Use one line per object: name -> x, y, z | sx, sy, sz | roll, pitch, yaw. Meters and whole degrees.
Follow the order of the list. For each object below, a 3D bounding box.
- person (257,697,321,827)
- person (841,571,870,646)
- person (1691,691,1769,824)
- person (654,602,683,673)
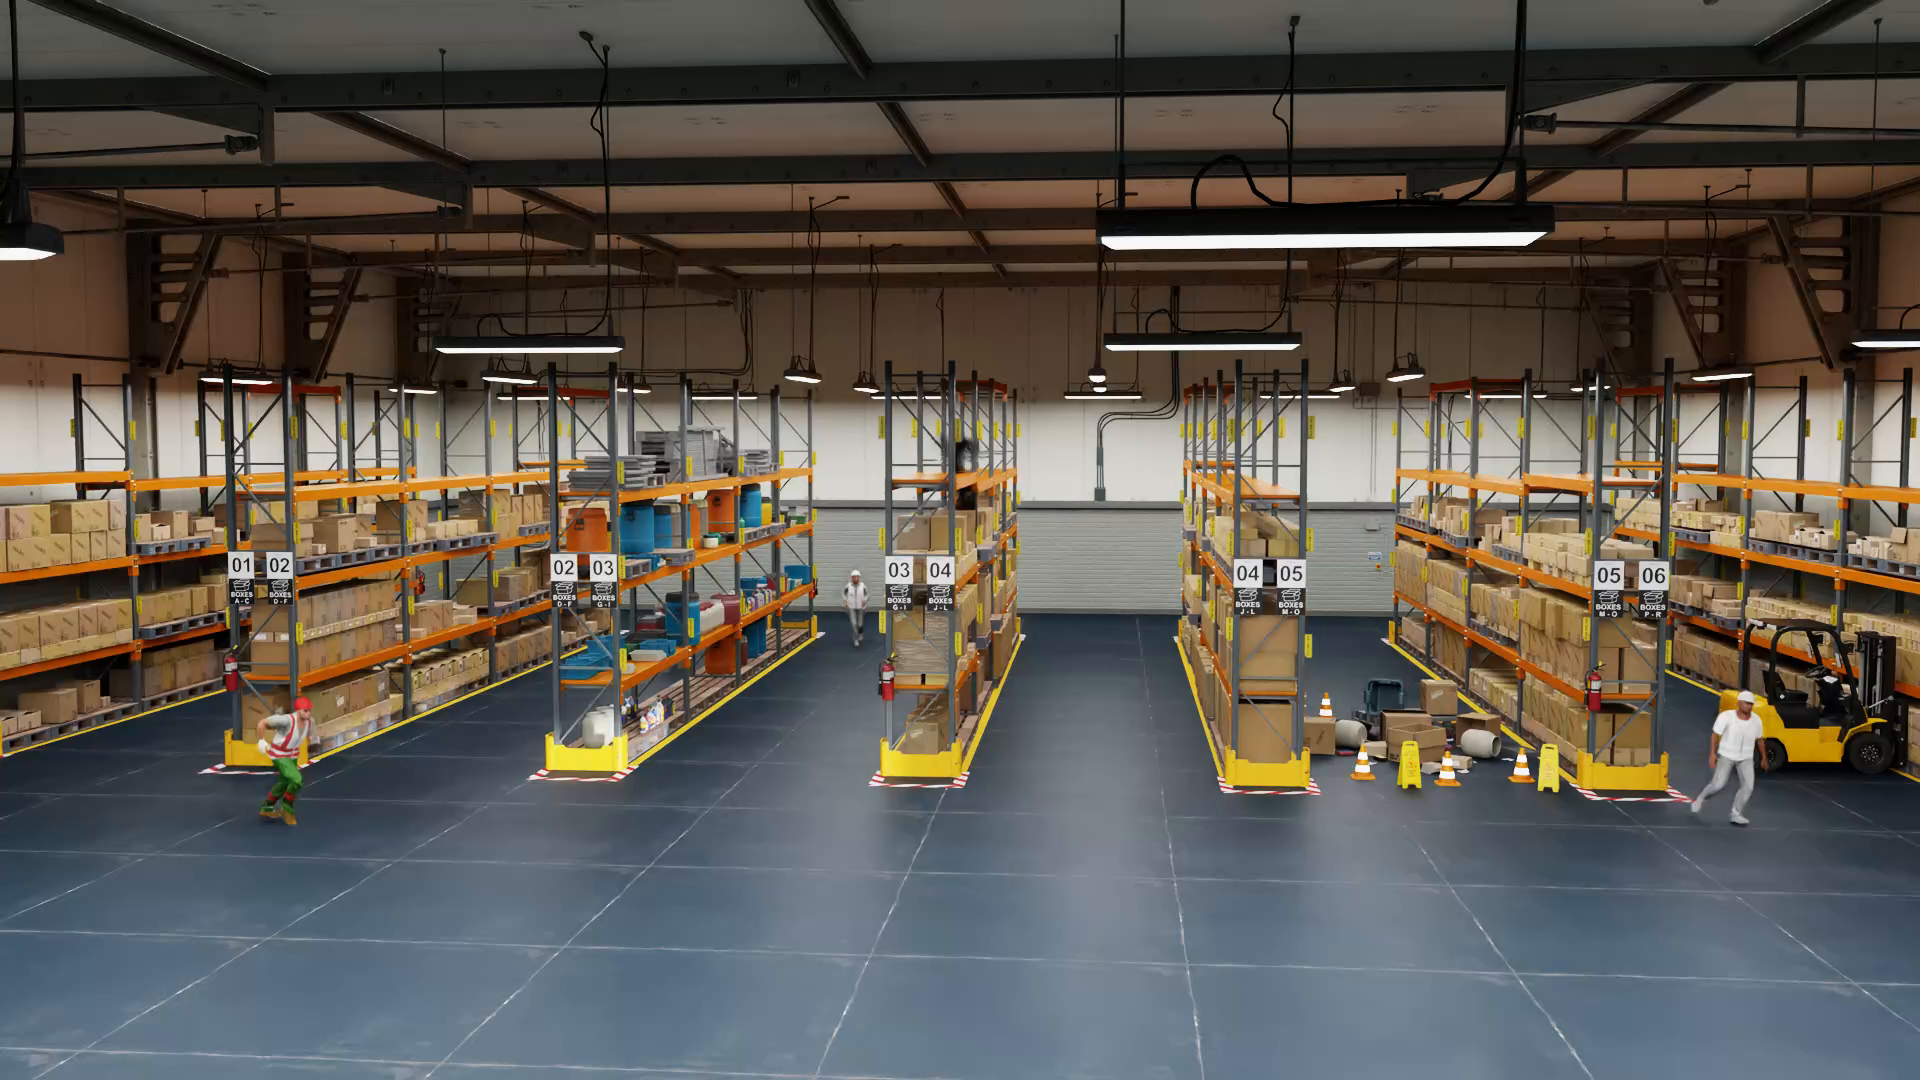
person -> -8.552, 2.805, 21.053 | 0.982, 1.676, 0.713 | 2, 4, 26
person -> -2.439, 1.581, 38.824 | 0.674, 1.748, 0.699 | 0, 4, -4
person -> 9.870, 2.755, 21.284 | 0.796, 1.701, 0.713 | 0, 4, 1
person -> -6.021, 1.995, 34.326 | 0.606, 1.508, 0.867 | -1, 4, -11
